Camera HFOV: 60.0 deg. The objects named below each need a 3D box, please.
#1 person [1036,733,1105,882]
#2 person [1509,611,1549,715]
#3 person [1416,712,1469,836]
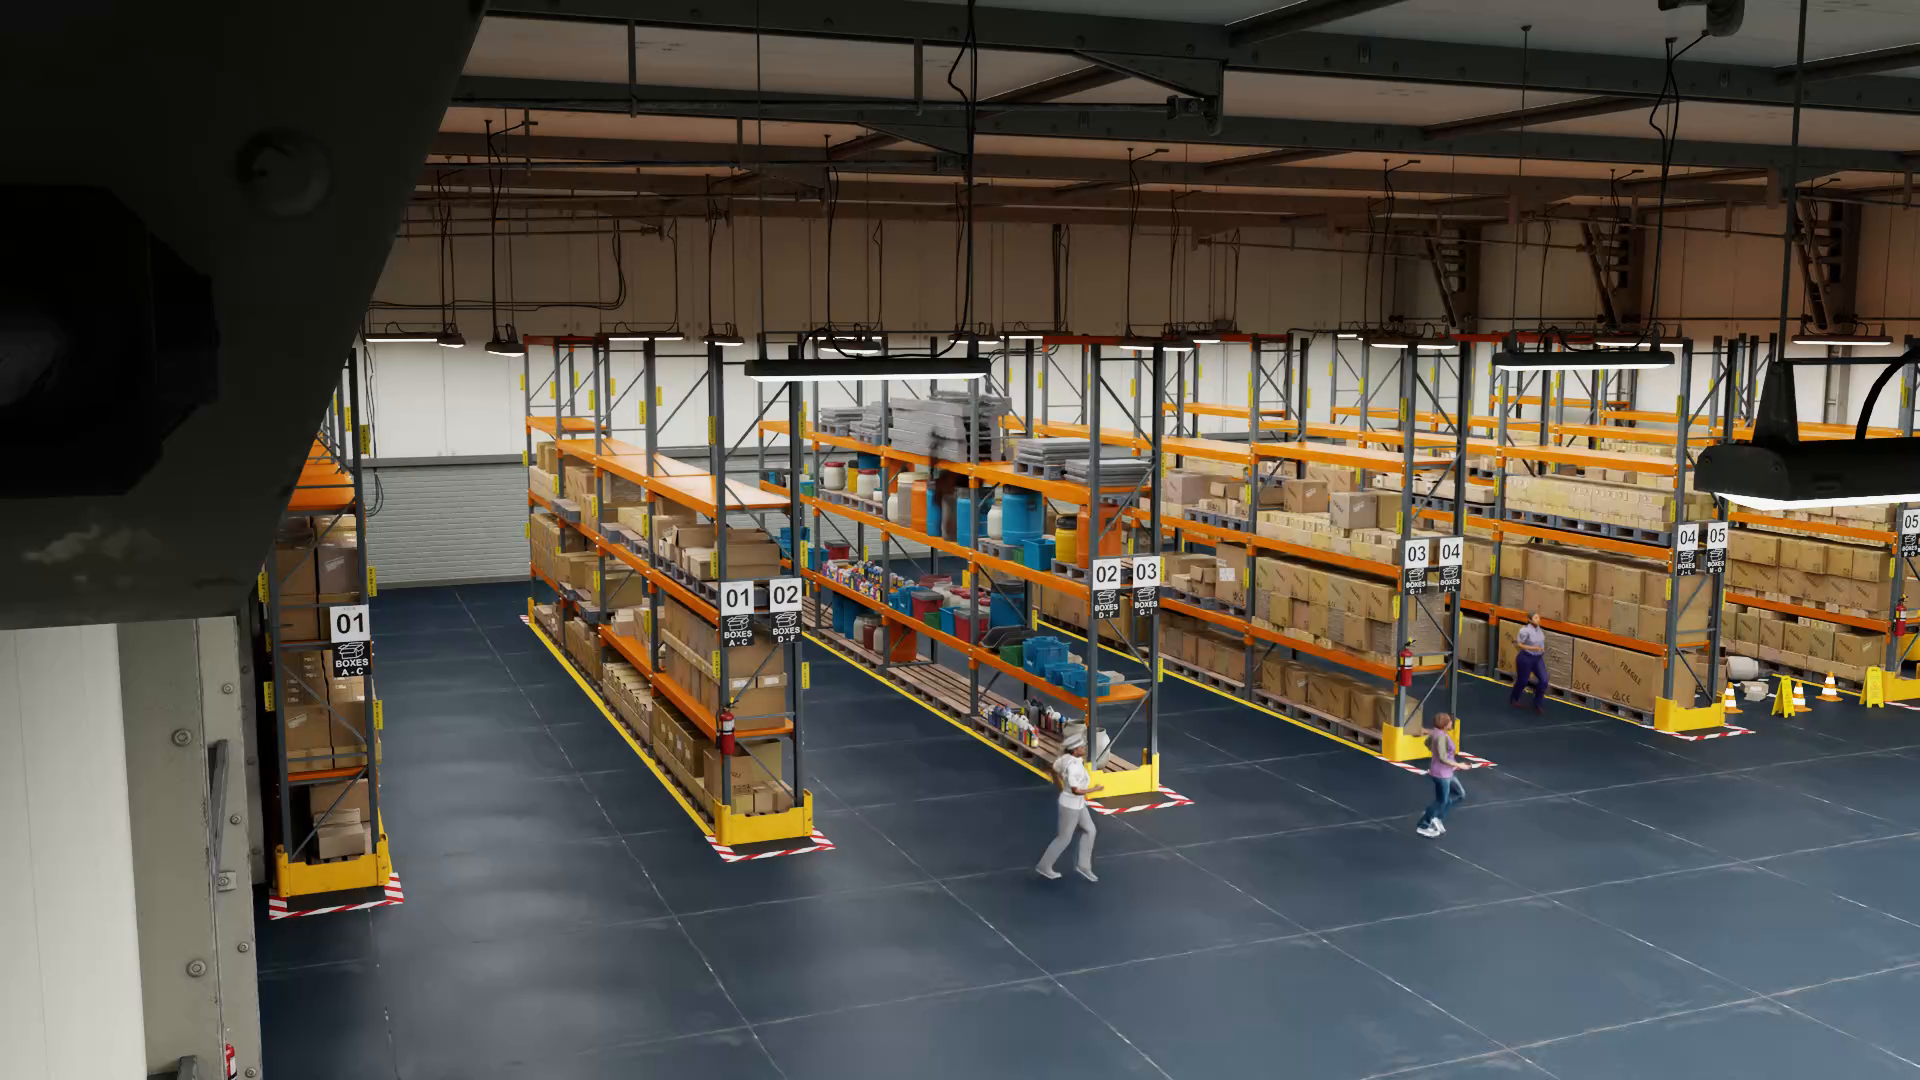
[{"bbox_3d":[1.244,3.026,18.666,0.768,1.752,0.565,1,8,6],"label":"person"},{"bbox_3d":[9.174,1.994,26.792,0.587,1.683,0.744,-3,8,-22],"label":"person"},{"bbox_3d":[5.914,2.858,20.346,0.591,1.556,0.553,2,8,14],"label":"person"}]
